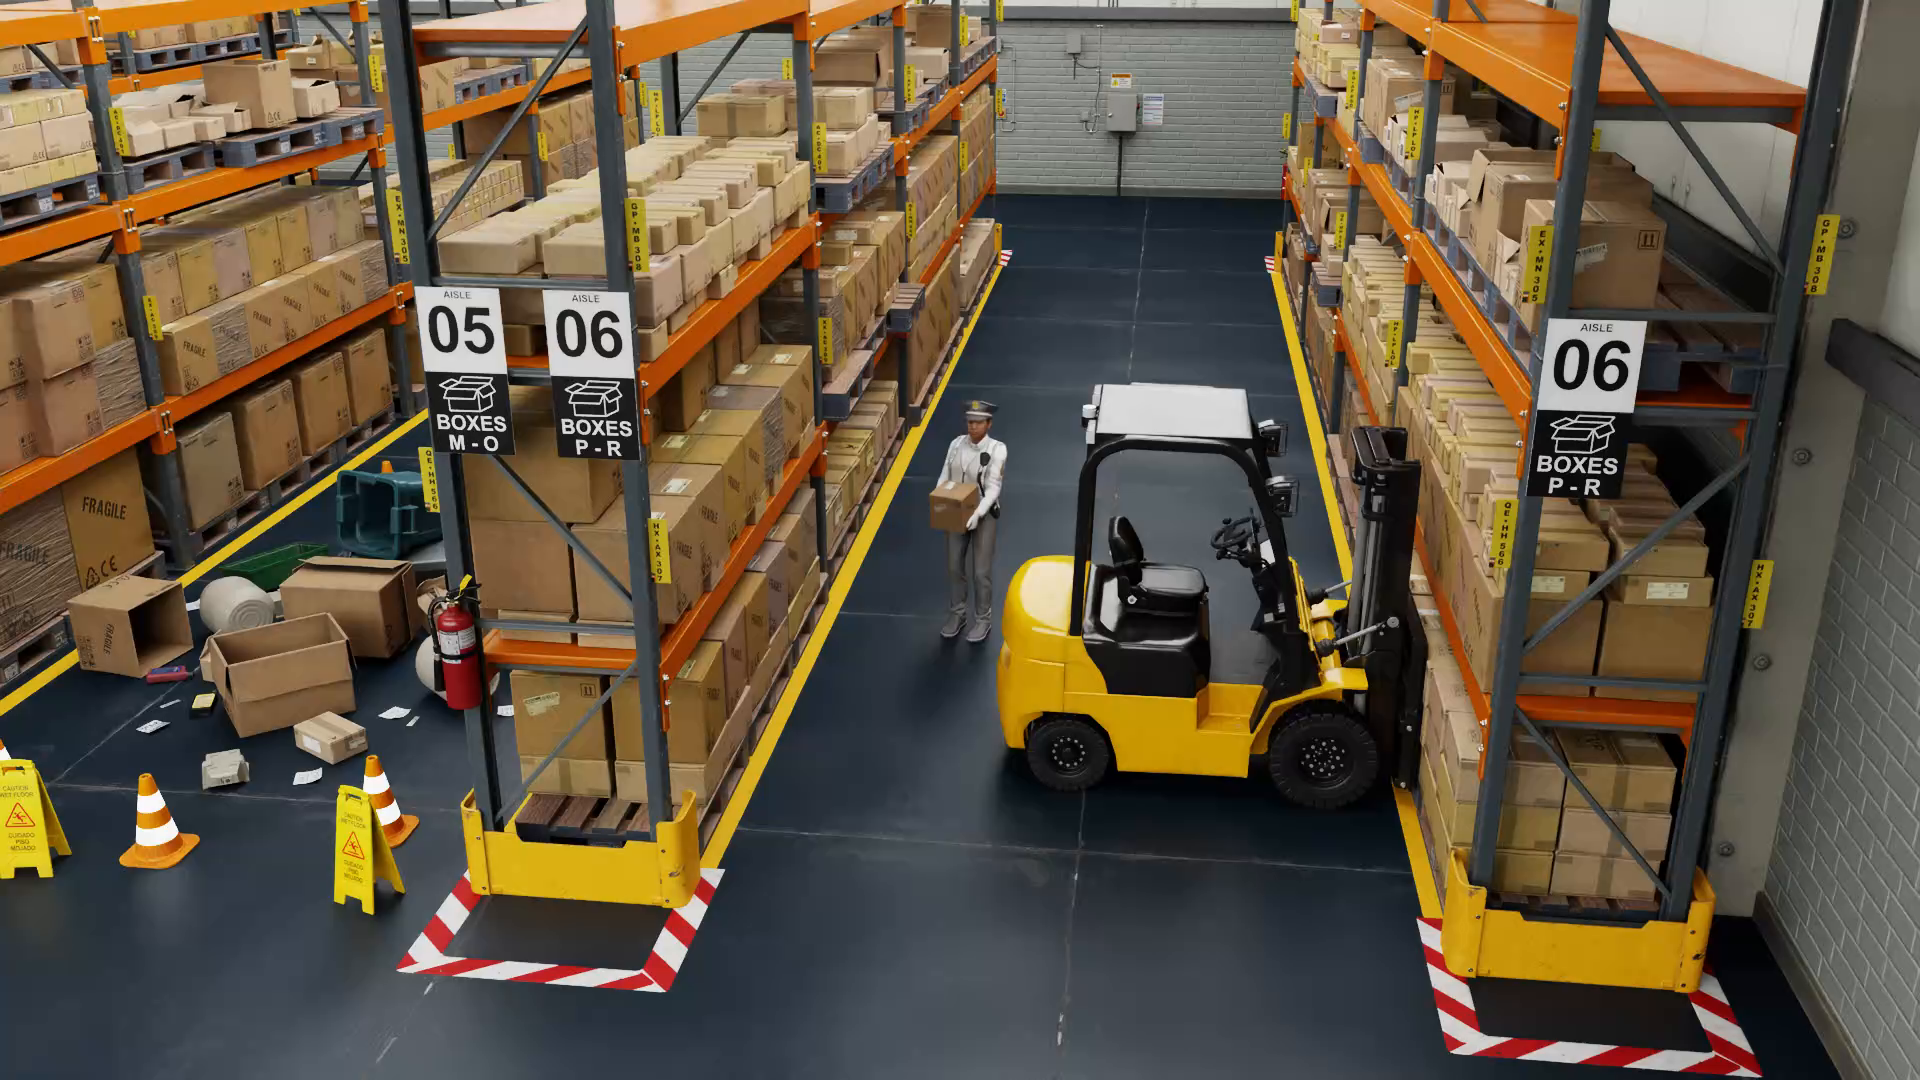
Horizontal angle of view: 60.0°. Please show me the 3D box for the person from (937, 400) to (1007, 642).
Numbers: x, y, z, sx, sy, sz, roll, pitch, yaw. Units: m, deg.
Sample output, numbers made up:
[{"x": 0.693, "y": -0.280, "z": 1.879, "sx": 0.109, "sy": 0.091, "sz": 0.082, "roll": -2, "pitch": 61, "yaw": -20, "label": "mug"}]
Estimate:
[{"x": 0.054, "y": -0.135, "z": 11.399, "sx": 0.458, "sy": 1.686, "sz": 0.558, "roll": 10, "pitch": 24, "yaw": 25, "label": "person"}]
